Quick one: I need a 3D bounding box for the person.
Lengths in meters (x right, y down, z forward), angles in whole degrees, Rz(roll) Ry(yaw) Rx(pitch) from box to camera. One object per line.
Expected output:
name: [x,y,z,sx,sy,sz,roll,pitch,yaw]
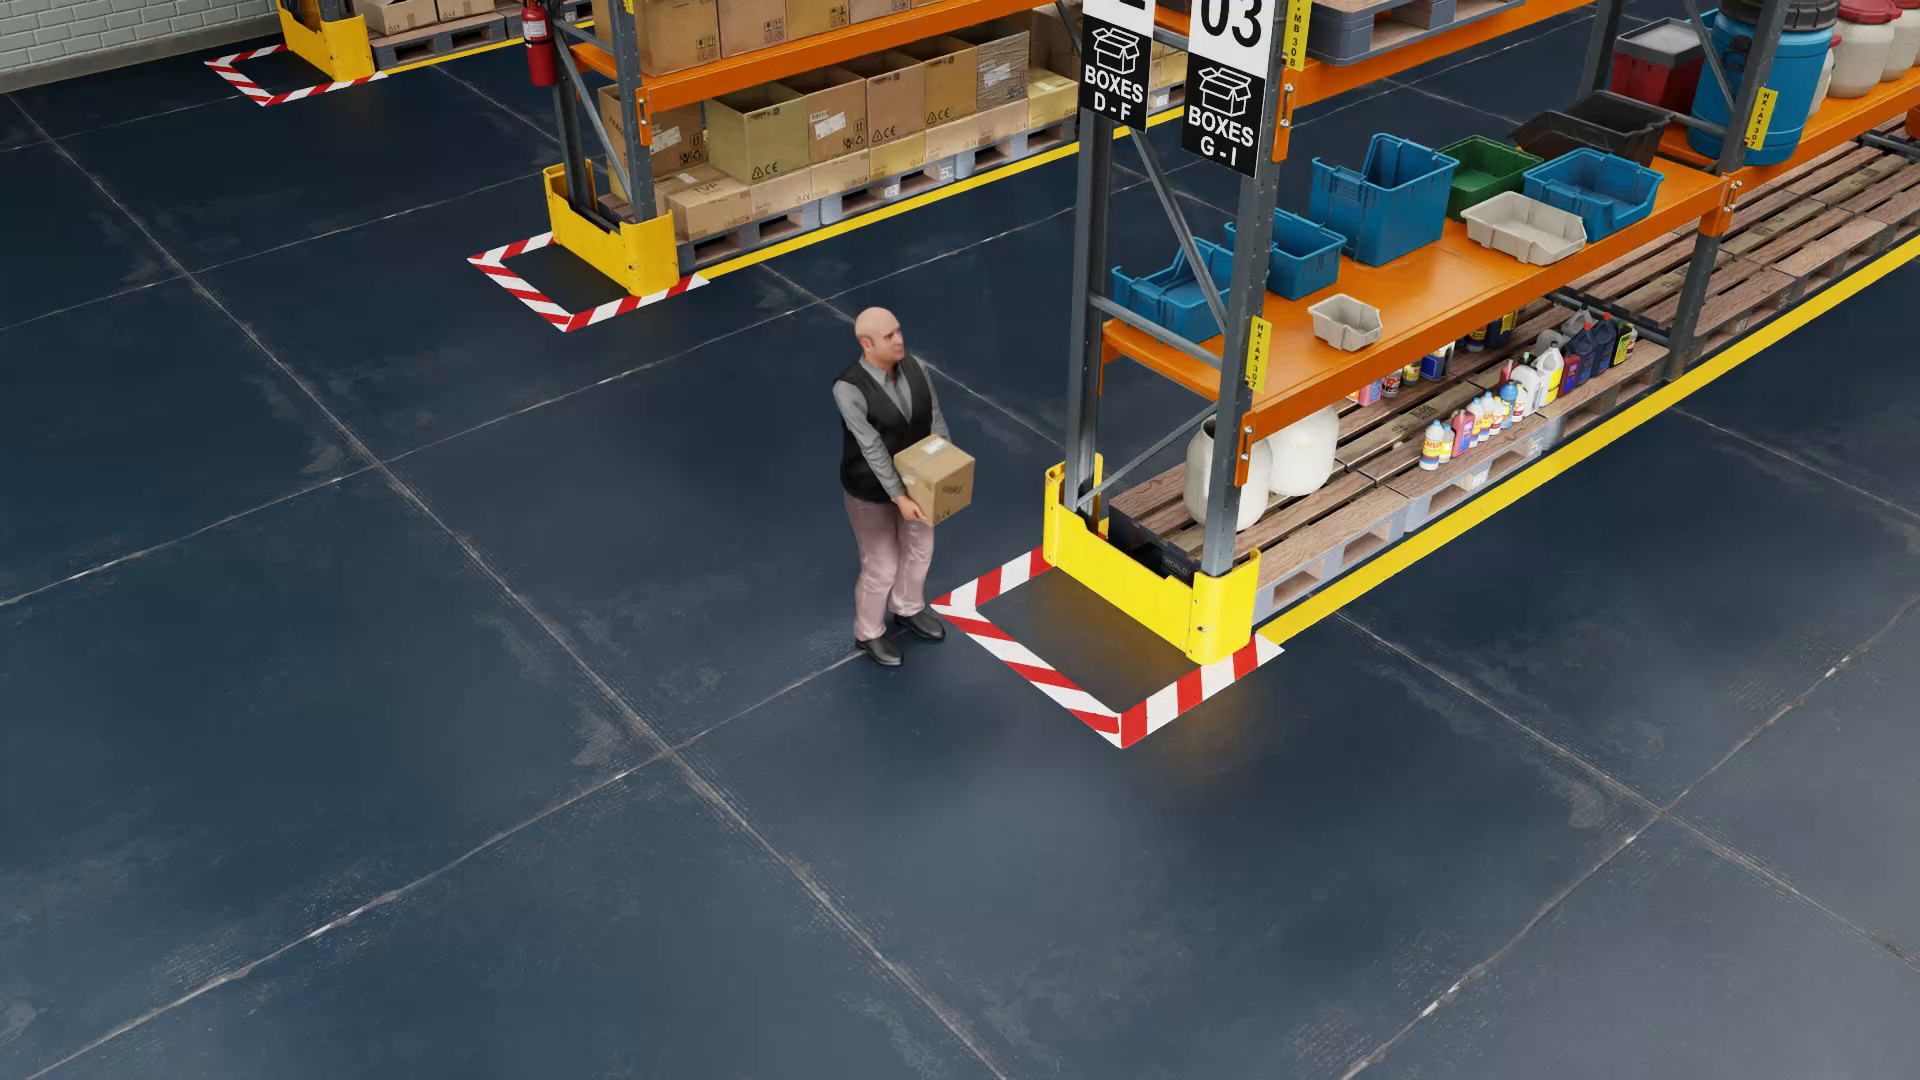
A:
person: [-0.242,-0.209,7.399,0.551,1.711,0.494,29,45,34]
